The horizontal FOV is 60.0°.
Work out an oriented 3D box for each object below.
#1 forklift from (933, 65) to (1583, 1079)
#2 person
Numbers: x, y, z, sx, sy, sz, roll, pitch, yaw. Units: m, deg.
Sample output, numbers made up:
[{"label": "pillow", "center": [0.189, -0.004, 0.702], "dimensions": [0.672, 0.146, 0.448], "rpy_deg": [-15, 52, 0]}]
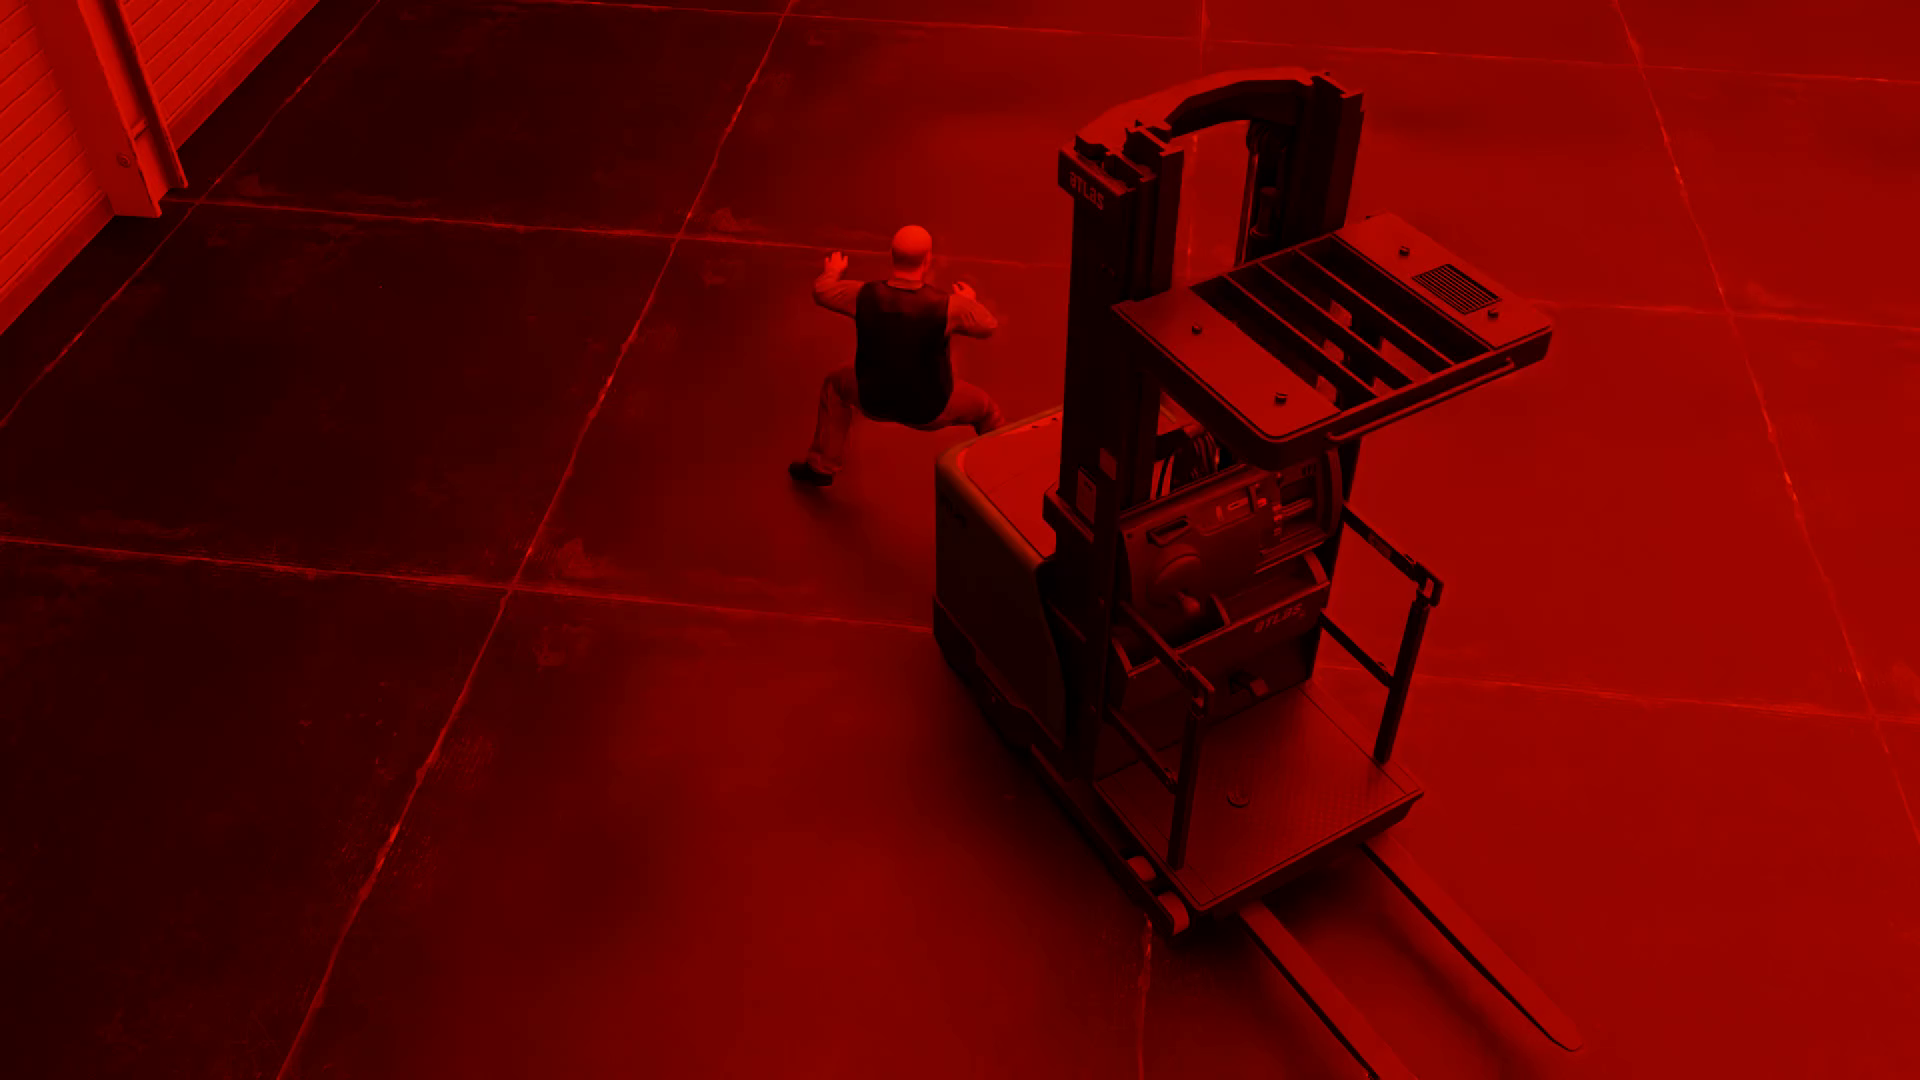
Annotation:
[{"label": "forklift", "center": [1.071, 0.046, 5.674], "dimensions": [1.130, 2.935, 3.031], "rpy_deg": [-22, 47, -22]}, {"label": "person", "center": [-0.242, -0.825, 7.684], "dimensions": [1.204, 1.497, 0.709], "rpy_deg": [10, 44, 11]}]
